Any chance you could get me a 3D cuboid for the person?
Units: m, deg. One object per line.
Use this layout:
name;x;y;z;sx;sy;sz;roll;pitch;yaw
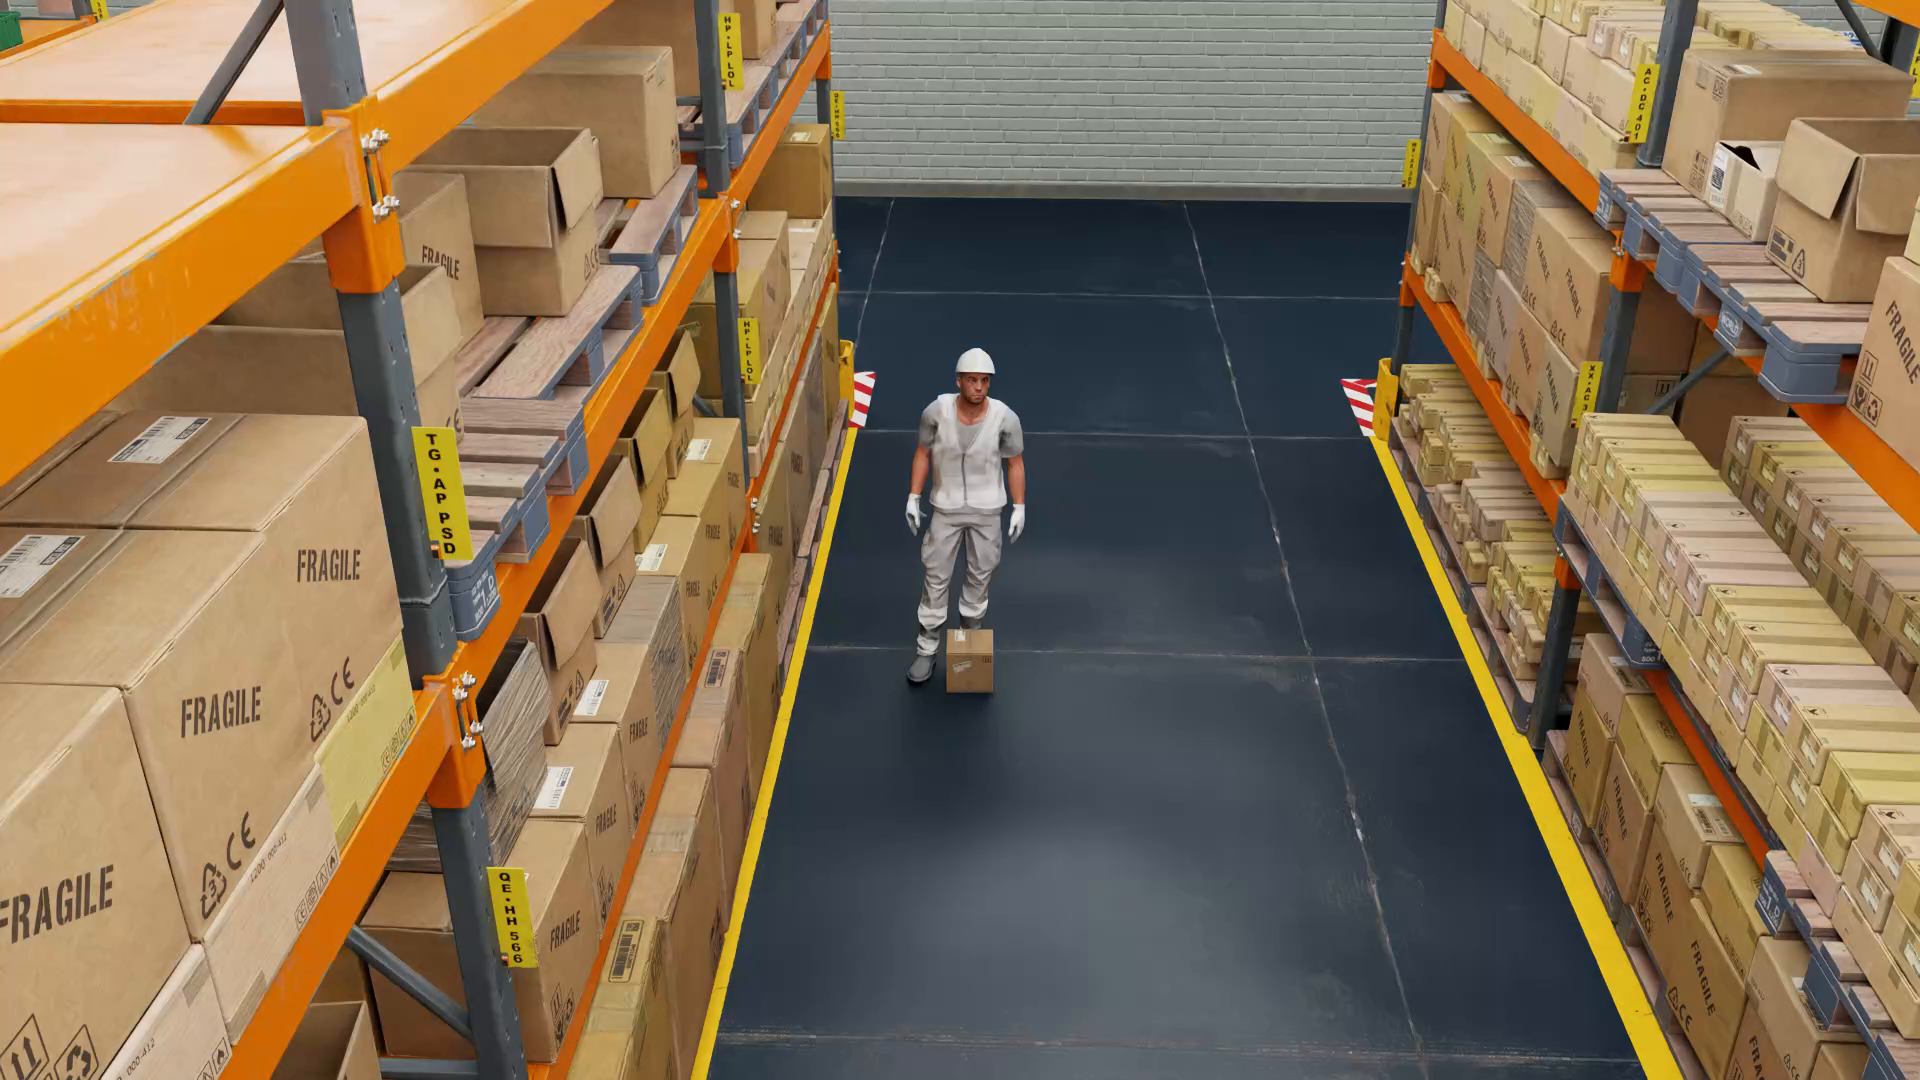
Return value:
person;0.027;-0.123;8.809;0.637;1.790;0.562;1;28;2
